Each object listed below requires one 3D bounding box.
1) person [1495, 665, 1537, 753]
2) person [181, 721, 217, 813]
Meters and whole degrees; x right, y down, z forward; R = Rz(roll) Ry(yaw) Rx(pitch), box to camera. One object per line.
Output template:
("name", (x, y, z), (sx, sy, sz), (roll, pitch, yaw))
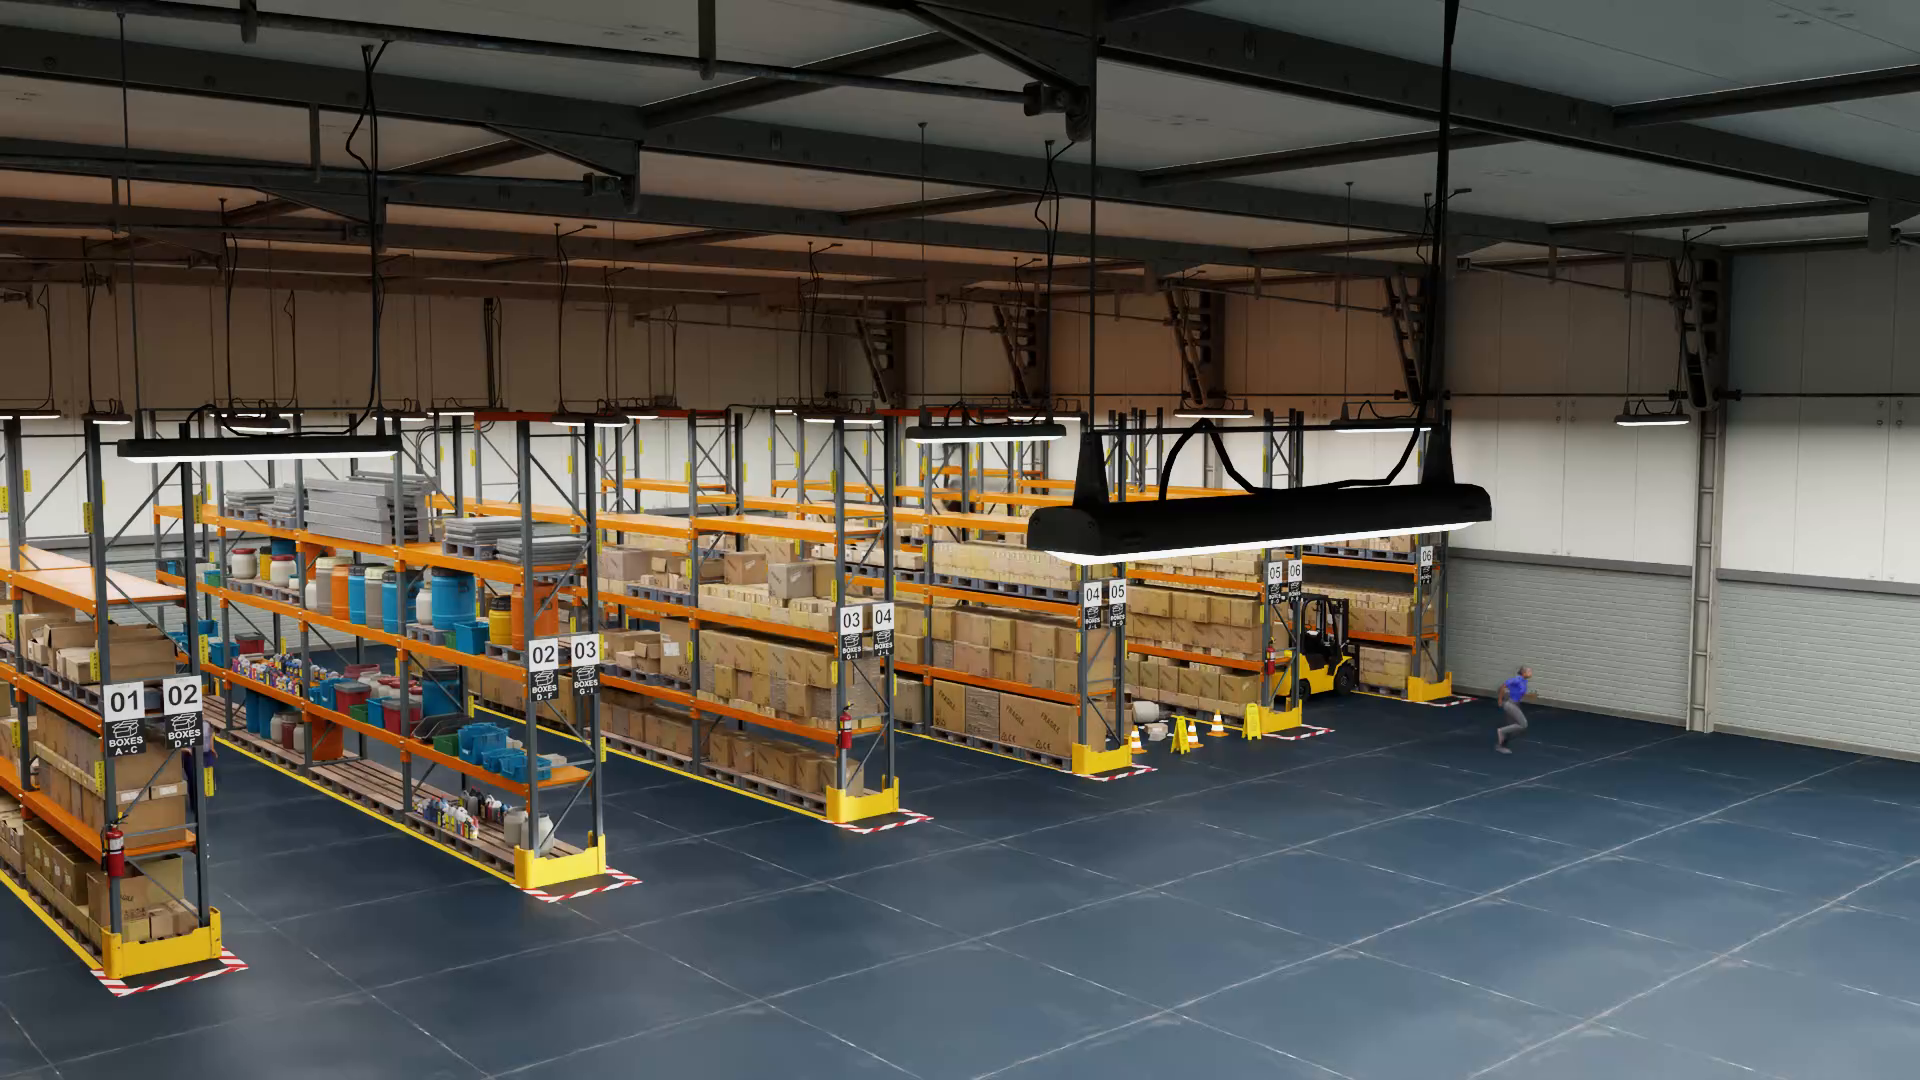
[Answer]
("person", (9.813, 2.979, 29.304), (0.699, 1.578, 0.561), (3, 6, 28))
("person", (-11.484, 3.328, 25.126), (0.531, 1.608, 0.599), (5, 7, 43))
